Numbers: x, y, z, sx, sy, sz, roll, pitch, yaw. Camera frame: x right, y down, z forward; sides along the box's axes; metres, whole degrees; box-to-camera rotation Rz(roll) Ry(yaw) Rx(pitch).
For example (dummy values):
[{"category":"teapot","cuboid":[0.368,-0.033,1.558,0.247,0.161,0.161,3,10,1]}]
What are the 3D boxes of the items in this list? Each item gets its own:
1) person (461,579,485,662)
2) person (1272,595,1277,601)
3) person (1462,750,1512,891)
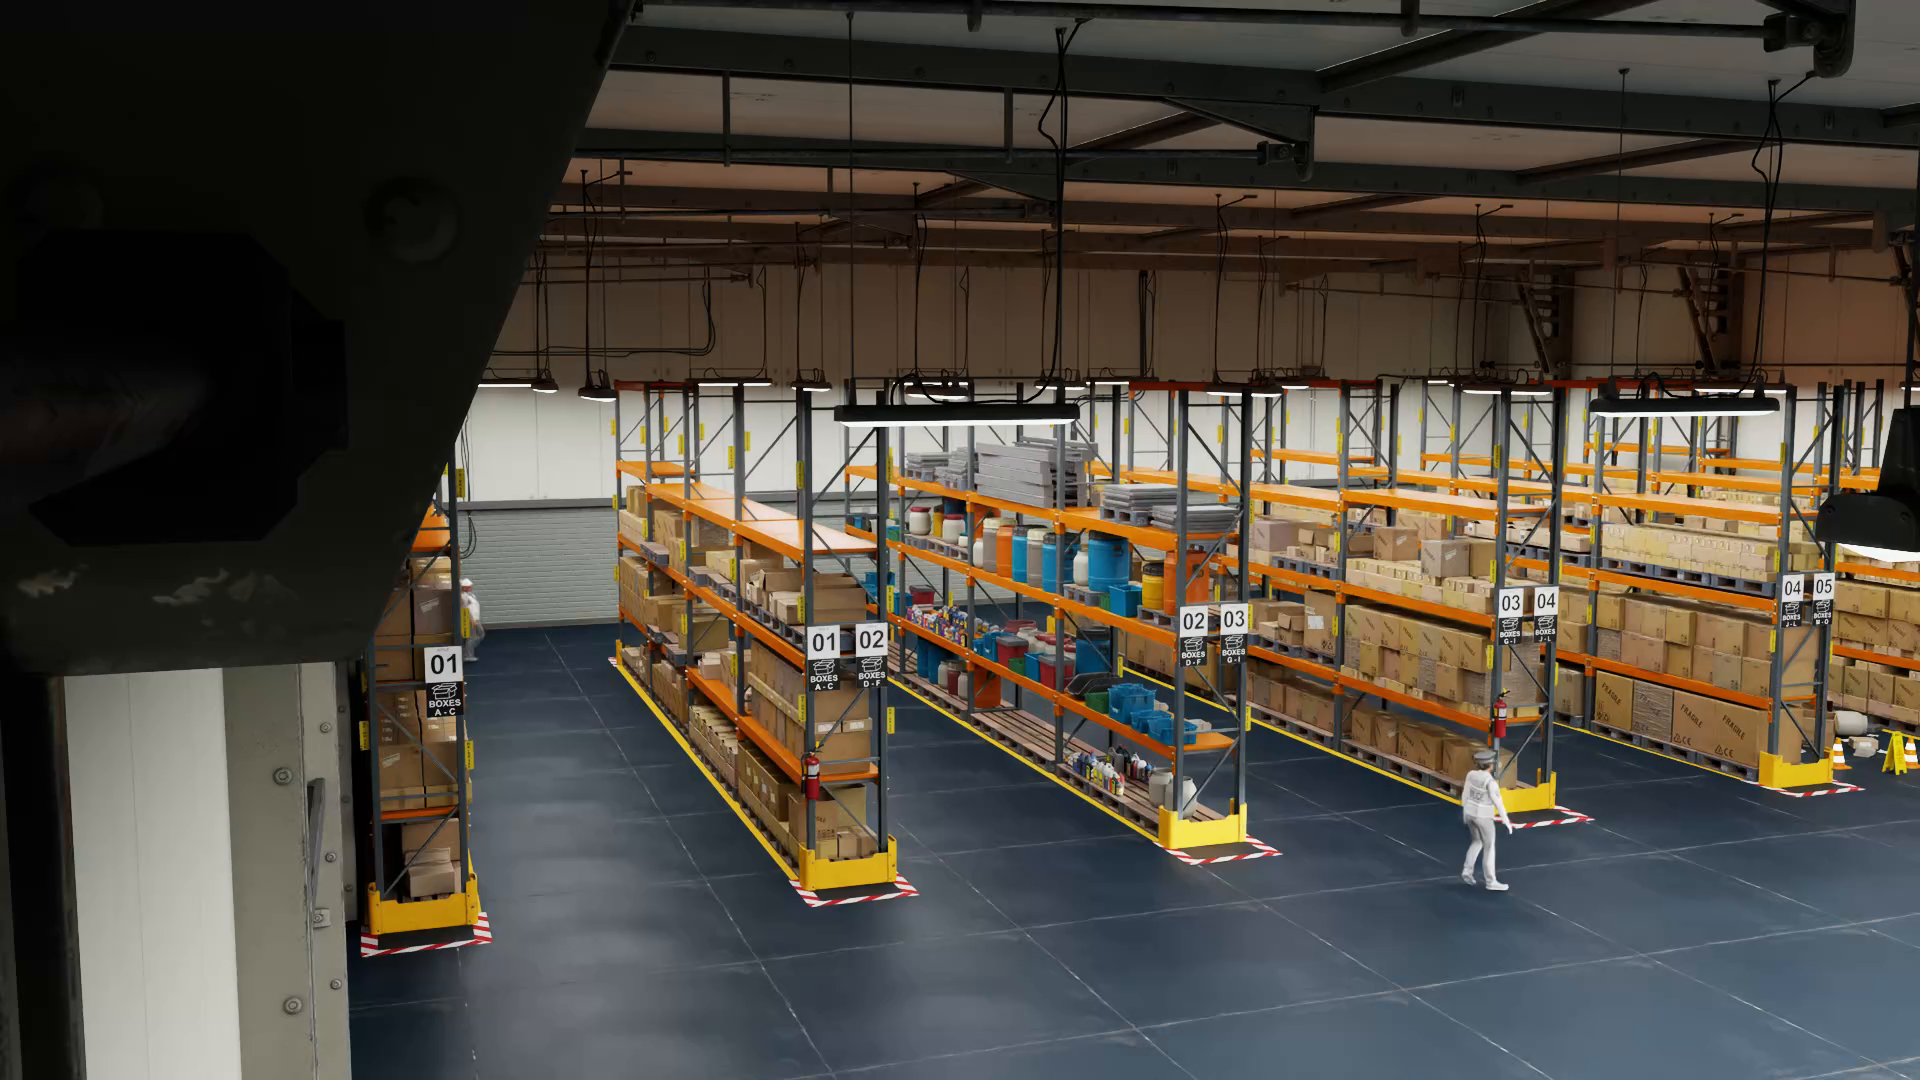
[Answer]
[{"category":"person","cuboid":[-10.362,1.703,35.344,0.473,1.767,0.553,-1,6,-11]},{"category":"person","cuboid":[6.227,1.946,33.627,0.368,1.670,0.621,-6,8,-44]},{"category":"person","cuboid":[6.307,3.377,20.072,0.450,1.672,0.608,-3,7,-26]}]
